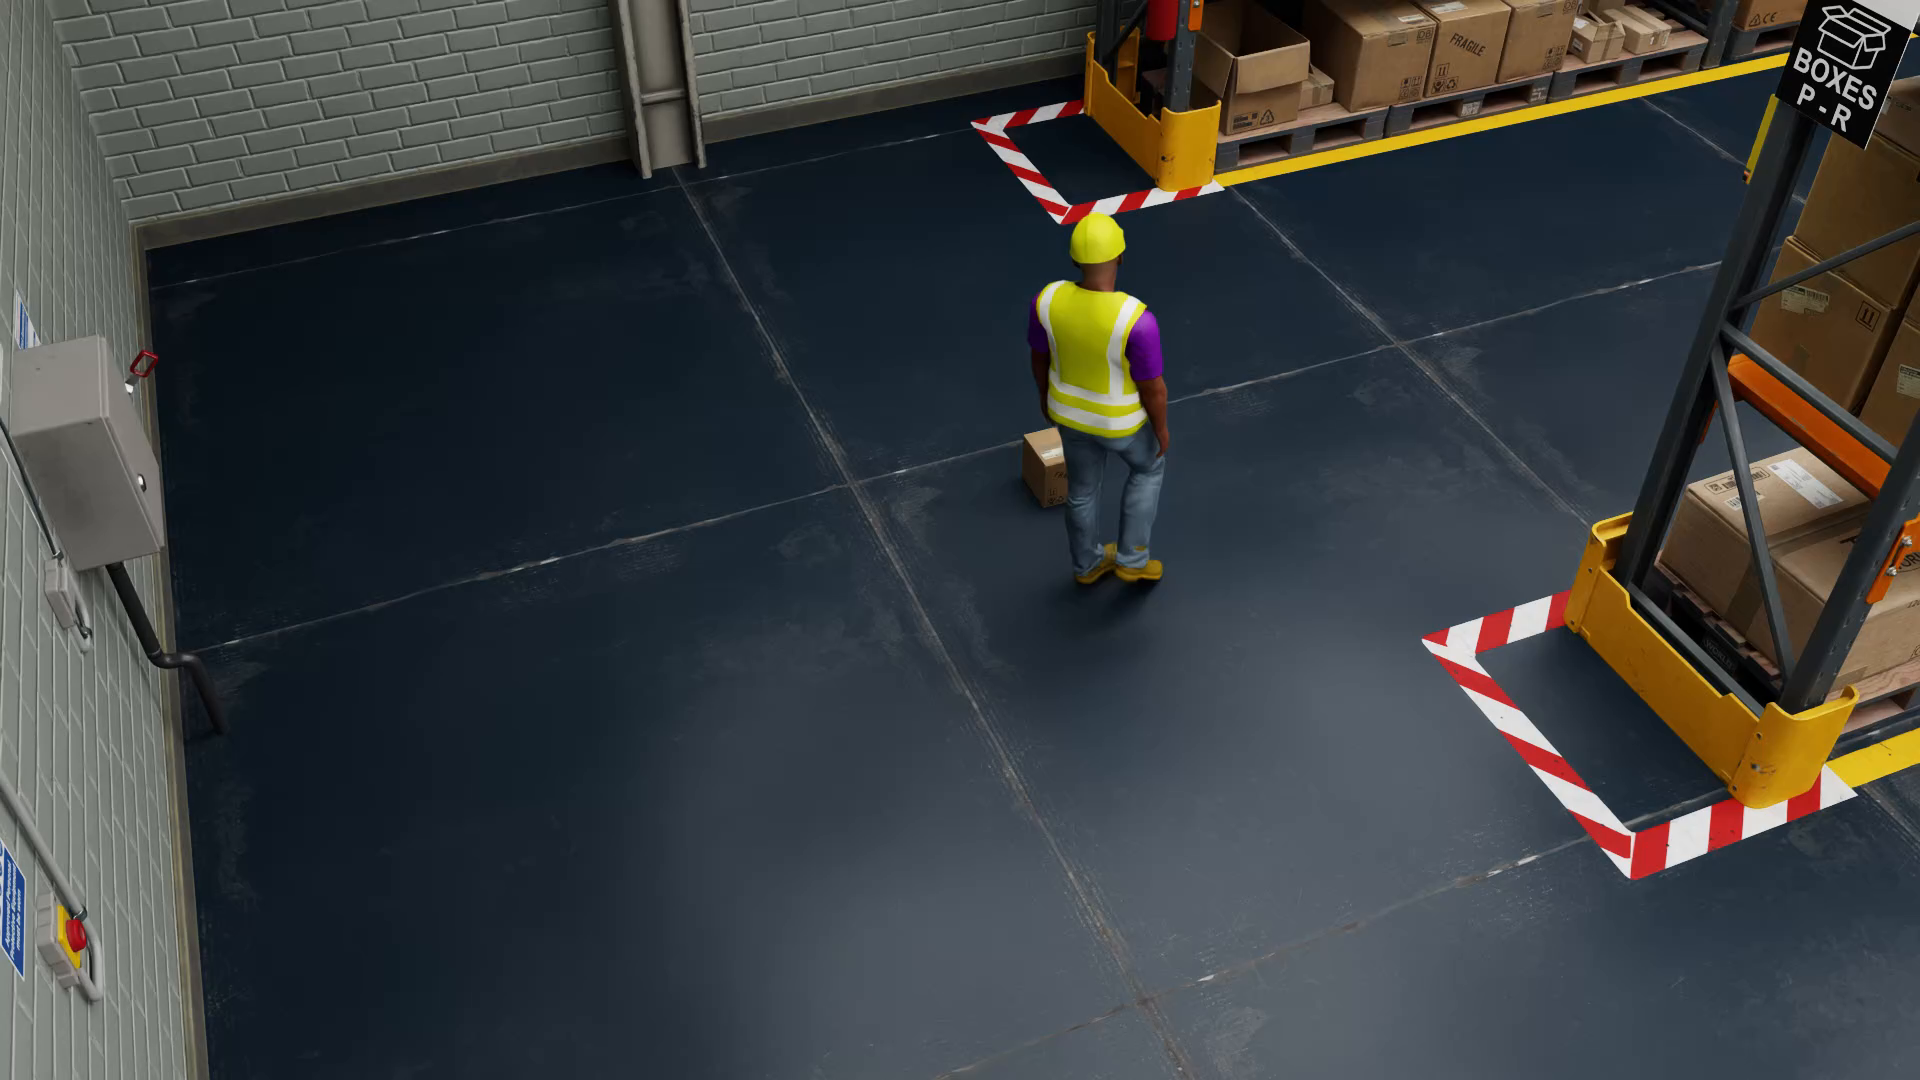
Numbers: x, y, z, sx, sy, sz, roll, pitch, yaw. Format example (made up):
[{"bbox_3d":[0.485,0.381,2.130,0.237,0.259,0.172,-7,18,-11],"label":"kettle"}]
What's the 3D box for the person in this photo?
[{"bbox_3d":[0.580,-0.540,6.736,0.602,1.772,0.439,21,45,22],"label":"person"}]
